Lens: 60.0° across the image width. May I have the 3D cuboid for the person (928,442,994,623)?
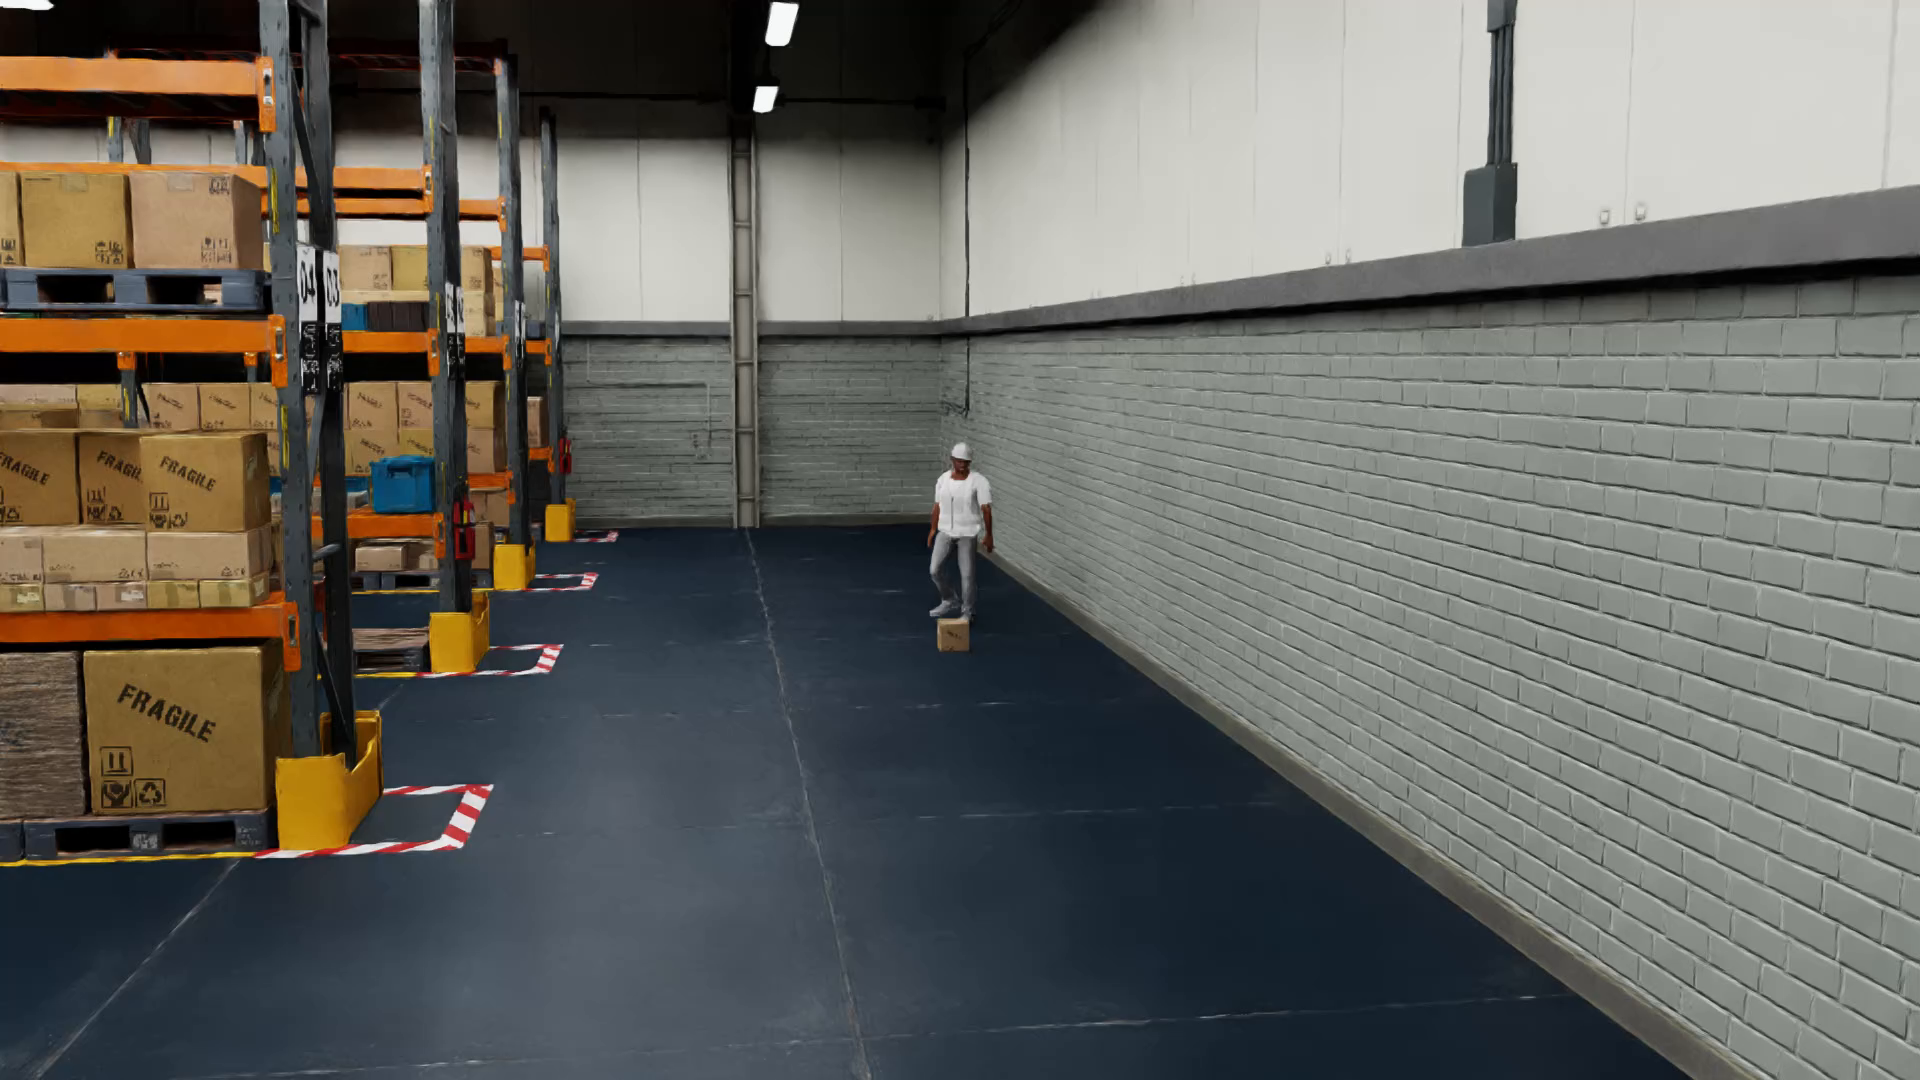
[{"bbox_3d":[-0.012,-0.066,16.030,0.690,1.754,0.453,3,7,26],"label":"person"}]
